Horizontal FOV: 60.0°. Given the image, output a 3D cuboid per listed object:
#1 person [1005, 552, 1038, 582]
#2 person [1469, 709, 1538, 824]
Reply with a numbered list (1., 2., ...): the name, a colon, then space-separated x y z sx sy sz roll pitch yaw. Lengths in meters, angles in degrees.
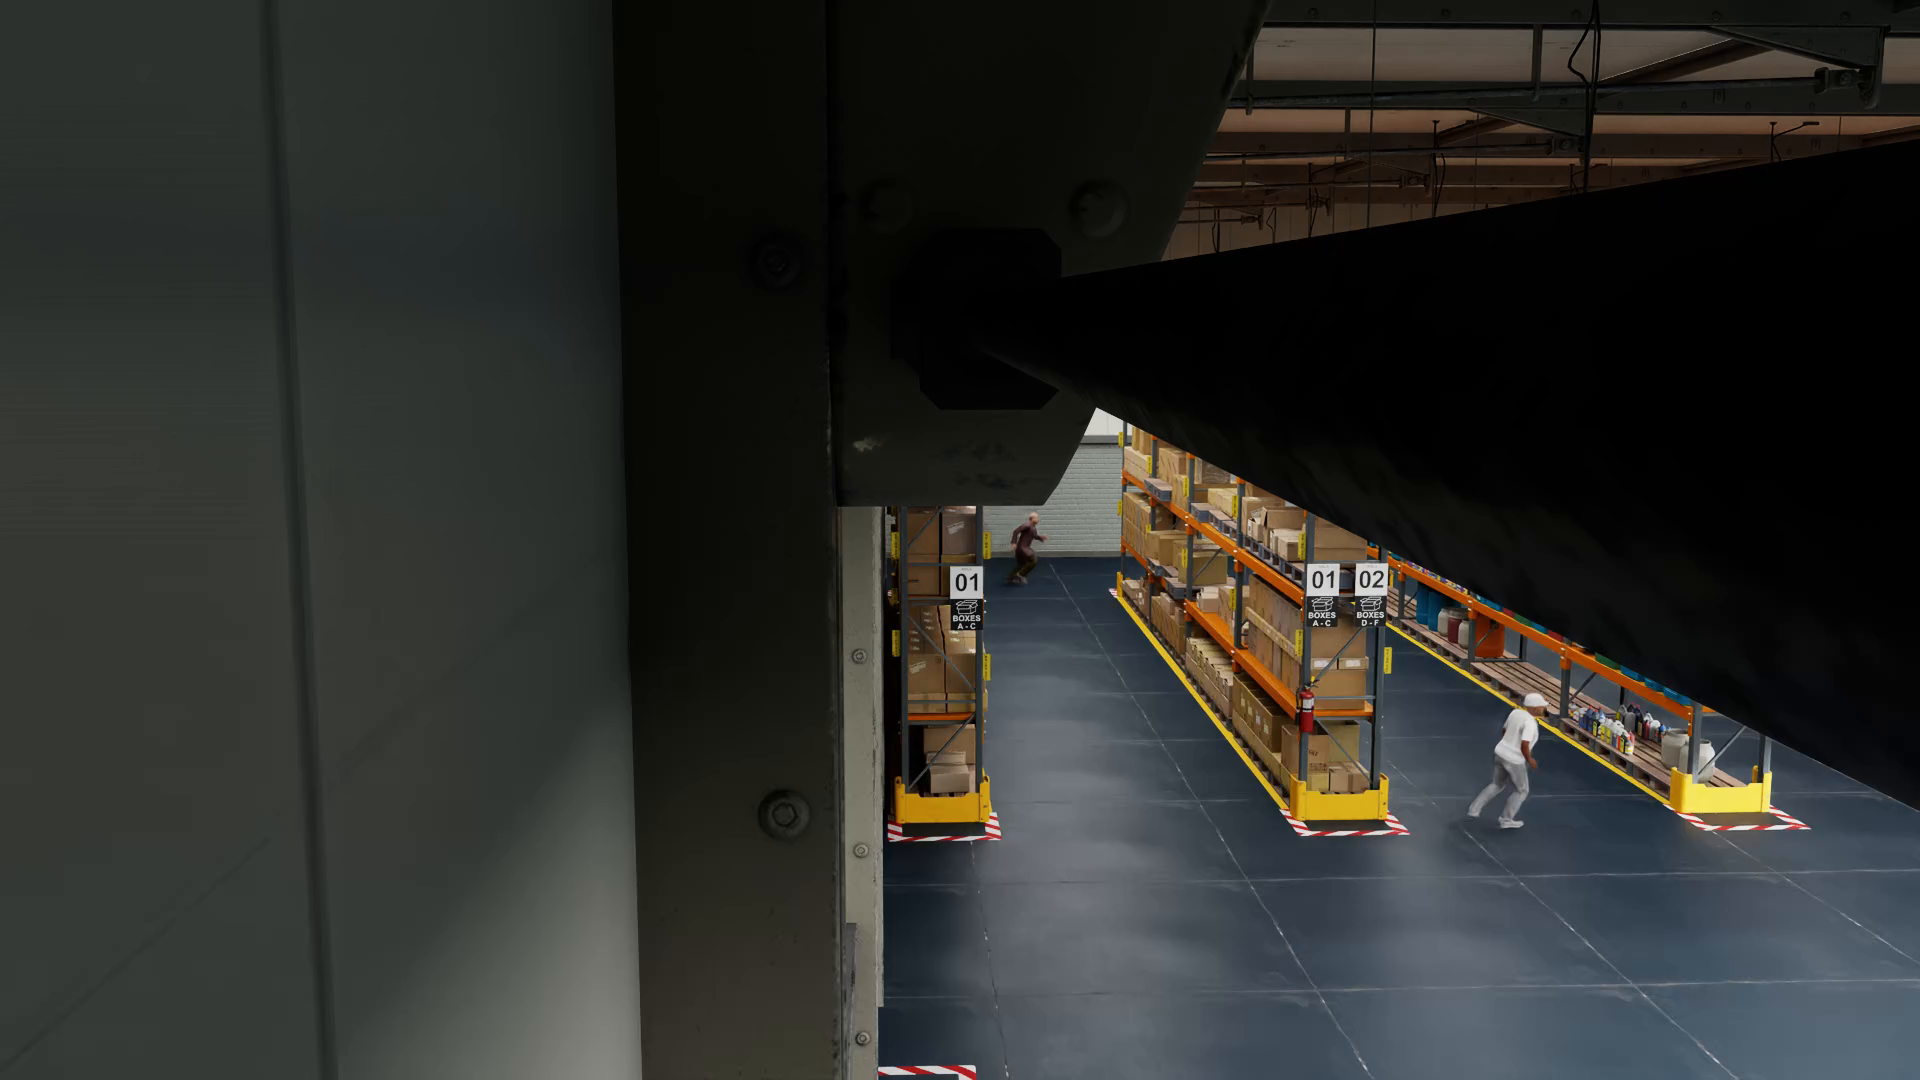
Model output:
1. person: 1.399 0.500 37.779 0.776 0.945 0.406 2 8 11
2. person: 6.620 2.768 20.202 0.712 1.380 0.657 -1 8 -9
